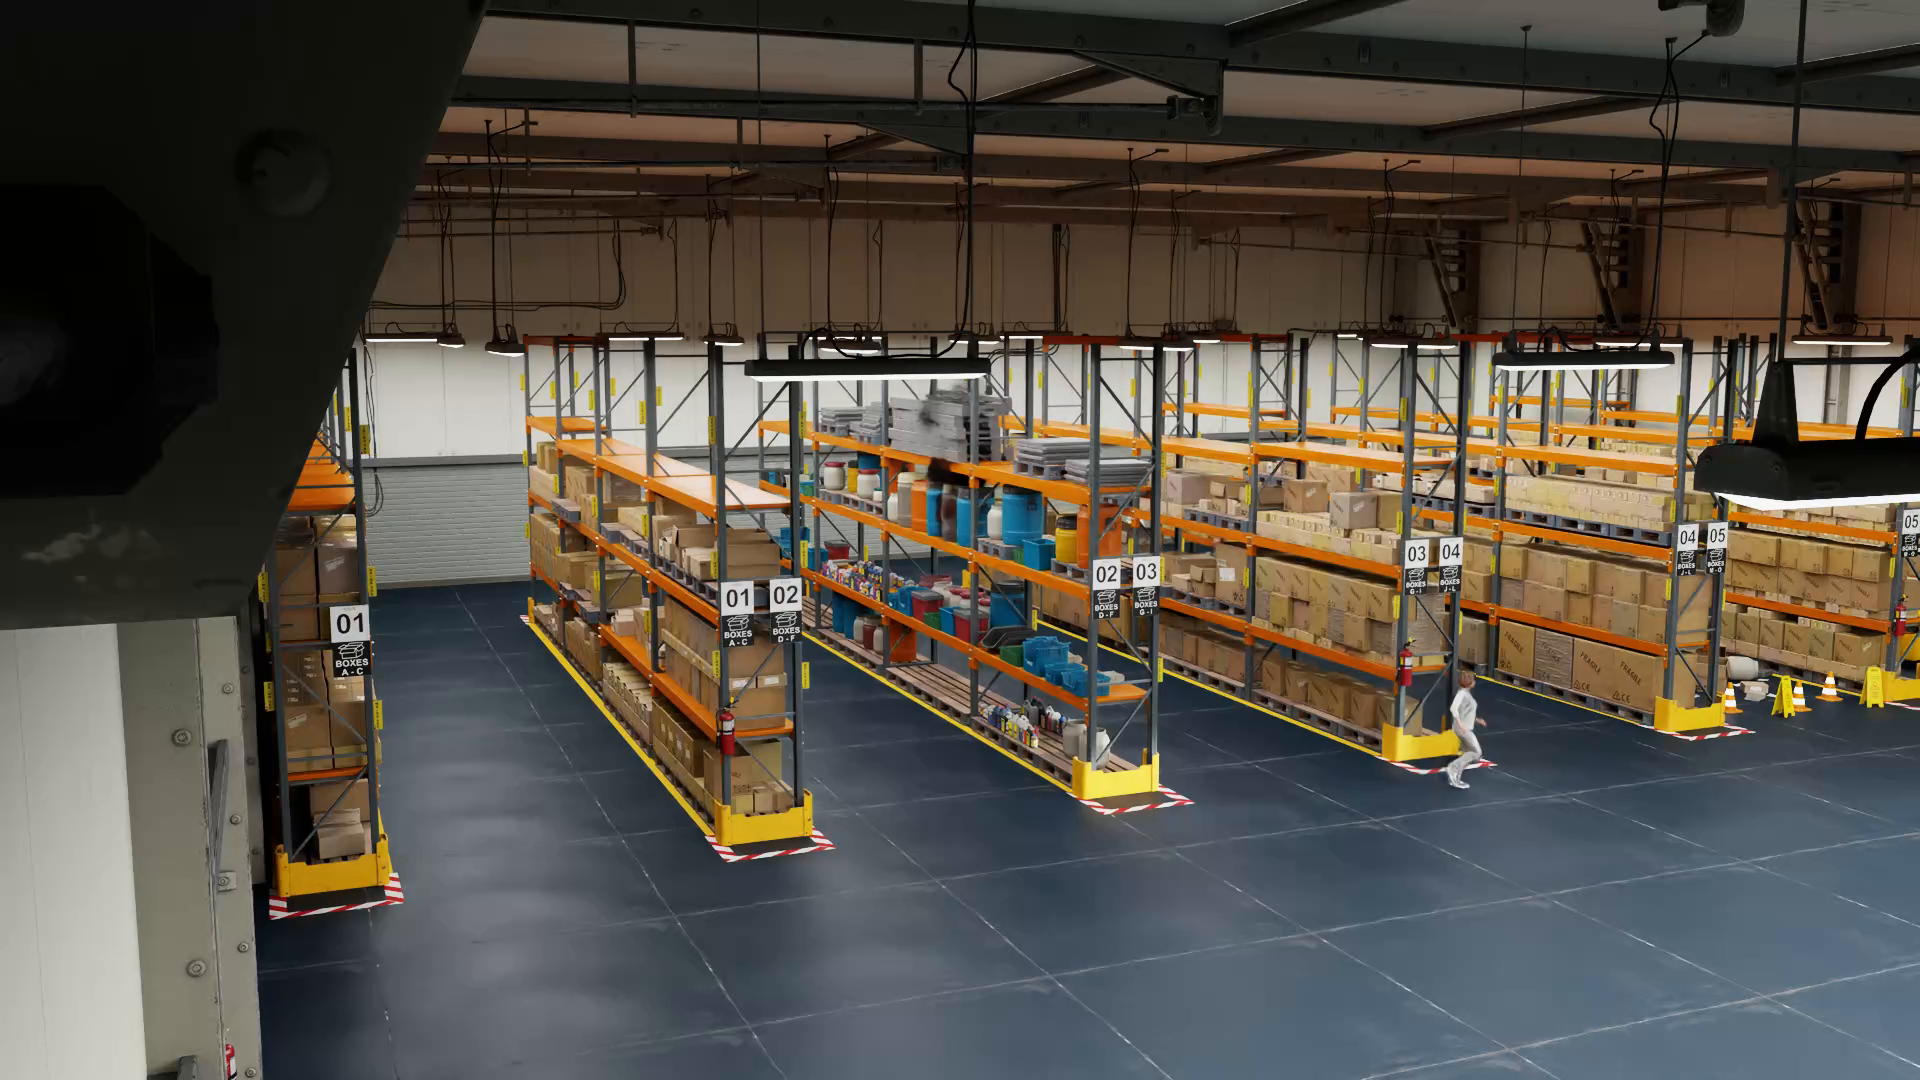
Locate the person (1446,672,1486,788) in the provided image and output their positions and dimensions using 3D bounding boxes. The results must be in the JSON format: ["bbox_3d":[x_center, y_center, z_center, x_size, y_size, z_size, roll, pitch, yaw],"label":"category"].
[{"bbox_3d":[6.883,2.572,22.590,0.505,1.547,0.539,2,8,16],"label":"person"}]

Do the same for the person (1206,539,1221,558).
[{"bbox_3d":[5.469,0.800,35.380,0.707,1.678,0.609,-3,8,-20],"label":"person"}]

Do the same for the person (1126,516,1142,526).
[{"bbox_3d":[4.270,-0.006,41.458,0.588,1.672,0.801,-5,9,-34],"label":"person"}]
